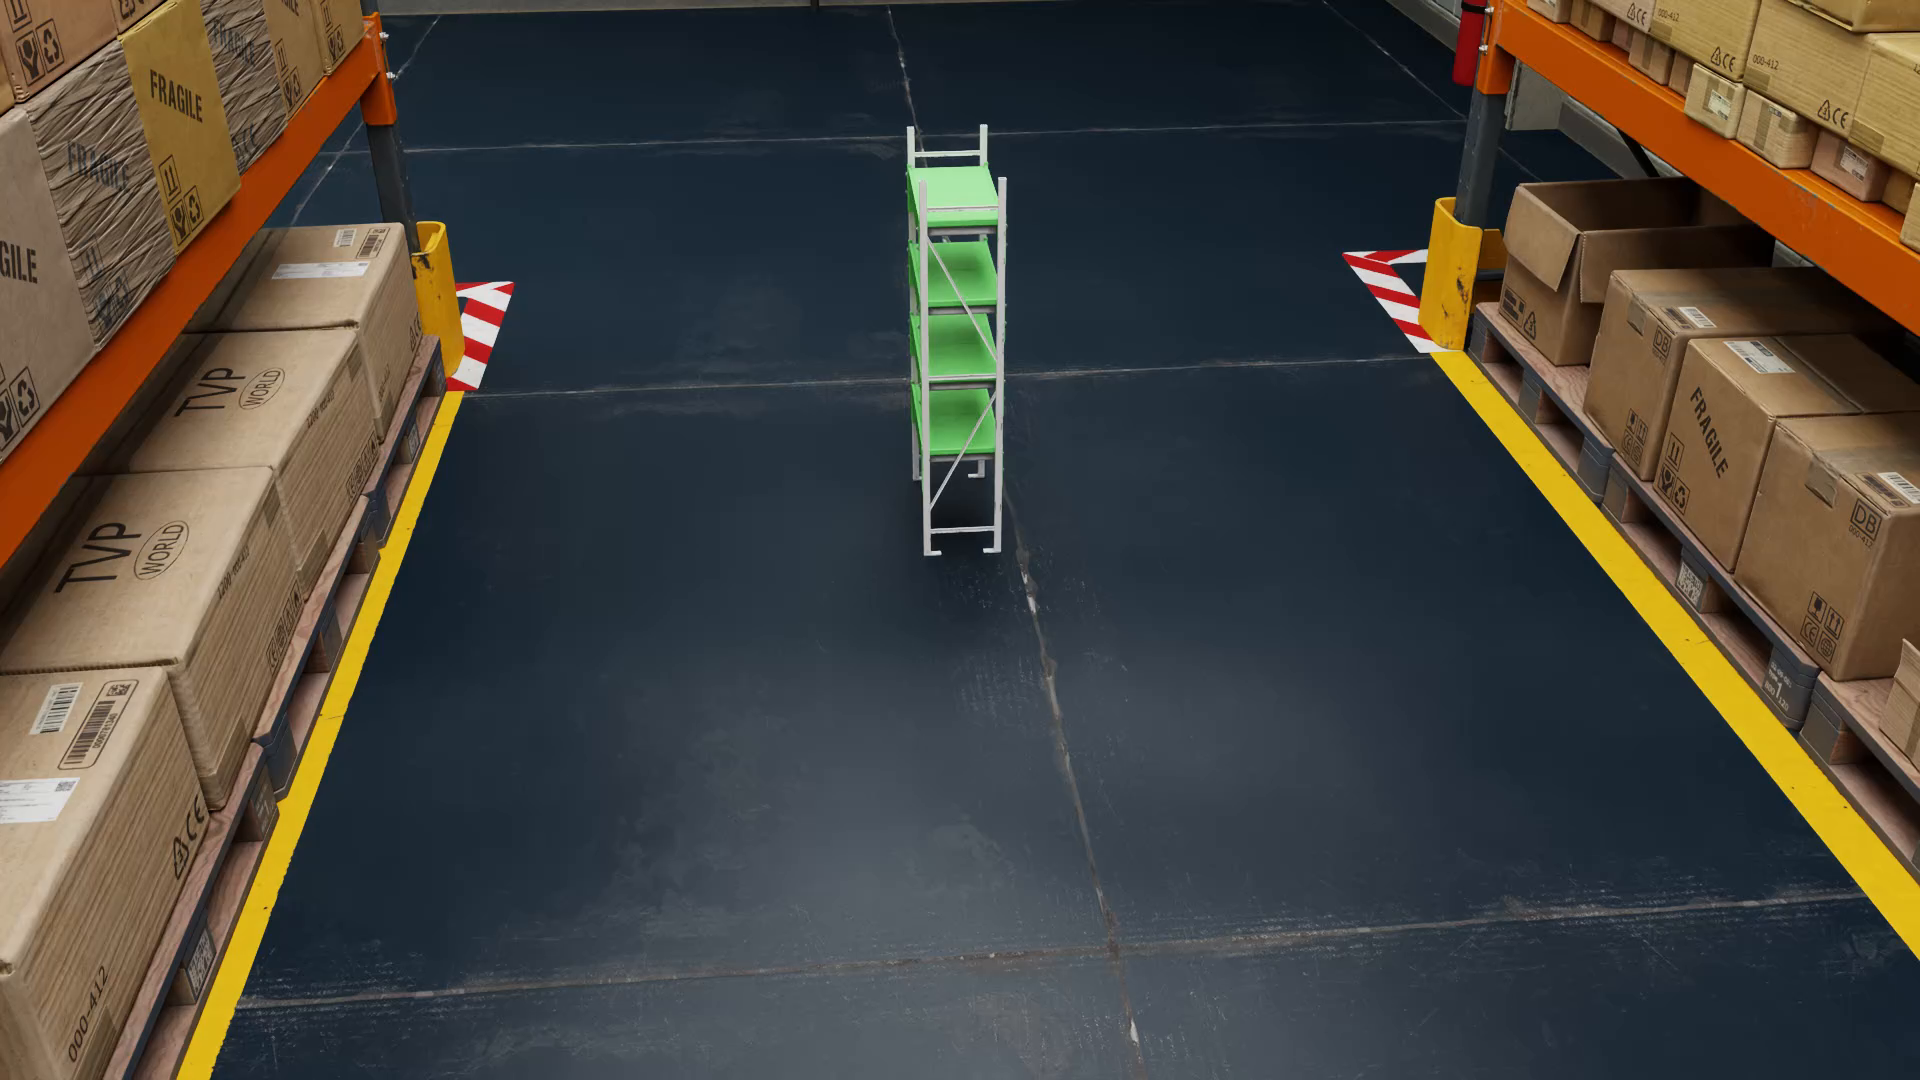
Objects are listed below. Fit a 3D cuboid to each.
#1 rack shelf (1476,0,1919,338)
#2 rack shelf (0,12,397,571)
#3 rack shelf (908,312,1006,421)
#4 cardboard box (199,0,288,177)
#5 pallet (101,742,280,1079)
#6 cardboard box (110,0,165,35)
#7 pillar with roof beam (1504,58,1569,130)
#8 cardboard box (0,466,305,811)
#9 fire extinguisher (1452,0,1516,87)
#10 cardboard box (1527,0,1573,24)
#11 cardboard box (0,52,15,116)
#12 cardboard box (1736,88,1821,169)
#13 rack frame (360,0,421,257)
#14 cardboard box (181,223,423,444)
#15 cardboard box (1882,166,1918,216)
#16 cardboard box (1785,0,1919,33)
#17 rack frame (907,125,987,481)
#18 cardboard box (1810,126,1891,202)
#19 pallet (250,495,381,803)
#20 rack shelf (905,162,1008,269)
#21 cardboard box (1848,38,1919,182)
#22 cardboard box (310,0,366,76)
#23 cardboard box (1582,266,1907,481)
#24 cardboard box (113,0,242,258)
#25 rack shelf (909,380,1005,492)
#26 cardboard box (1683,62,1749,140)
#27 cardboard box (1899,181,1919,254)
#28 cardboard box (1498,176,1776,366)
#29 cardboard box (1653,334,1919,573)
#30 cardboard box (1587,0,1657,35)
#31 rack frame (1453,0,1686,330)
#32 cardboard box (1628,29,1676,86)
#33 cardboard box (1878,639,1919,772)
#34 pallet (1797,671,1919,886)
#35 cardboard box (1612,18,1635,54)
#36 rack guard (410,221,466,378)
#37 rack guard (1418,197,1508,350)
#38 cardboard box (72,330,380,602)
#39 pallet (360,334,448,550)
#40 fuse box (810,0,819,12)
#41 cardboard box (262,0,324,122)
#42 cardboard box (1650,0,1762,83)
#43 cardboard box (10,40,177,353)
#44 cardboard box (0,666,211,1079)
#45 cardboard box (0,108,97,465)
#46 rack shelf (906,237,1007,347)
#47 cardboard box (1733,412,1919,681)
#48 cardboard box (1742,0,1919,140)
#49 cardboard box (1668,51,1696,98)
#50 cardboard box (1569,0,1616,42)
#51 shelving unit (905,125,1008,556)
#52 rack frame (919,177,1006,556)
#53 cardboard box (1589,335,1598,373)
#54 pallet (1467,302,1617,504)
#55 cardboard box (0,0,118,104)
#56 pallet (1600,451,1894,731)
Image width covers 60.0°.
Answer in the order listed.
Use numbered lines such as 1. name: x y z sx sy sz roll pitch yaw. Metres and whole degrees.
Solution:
1. rack shelf: 2.625 -0.849 4.448 1.077 0.370 4.000 -3 31 -5
2. rack shelf: -2.317 -0.609 4.046 1.077 0.370 4.000 -3 31 -5
3. rack shelf: -0.015 -0.545 5.117 0.258 0.148 0.480 -3 31 -5
4. cardboard box: -2.106 -1.229 4.286 0.500 0.500 0.500 -2 31 -3
5. pallet: -2.123 0.908 3.524 1.003 0.211 1.213 -3 31 -5
6. cardboard box: -2.056 -1.402 3.599 0.500 0.500 0.500 -3 31 -5
7. pillar with roof beam: -1.203 -5.968 6.466 9.100 9.000 0.400 -3 31 -5
8. cardboard box: -2.166 0.240 4.012 0.875 0.438 0.875 -4 31 -6
9. fire extinguisher: 1.964 -2.039 6.177 0.296 0.674 0.183 -3 31 -5
10. cardboard box: 2.195 -1.890 5.734 0.380 0.149 0.250 -3 31 -5
11. cardboard box: -1.974 -0.882 2.729 0.500 0.500 0.500 -3 31 -5
12. cardboard box: 2.311 -1.096 4.406 0.380 0.149 0.250 -2 31 -3
13. rack frame: -2.504 -1.939 5.571 1.000 3.000 0.127 -3 31 -5
14. cardboard box: -2.343 -0.687 5.565 0.875 0.438 0.875 -4 31 -6
15. cardboard box: 2.474 -0.844 3.983 0.380 0.149 0.250 -2 31 -4
16. cardboard box: 2.352 -1.554 4.051 0.500 0.500 0.500 -2 31 -3
17. rack frame: -0.038 -0.724 5.292 0.240 1.200 0.015 -3 31 -5
18. cardboard box: 2.404 -0.968 4.191 0.380 0.149 0.250 -3 31 -5
19. pallet: -2.240 0.284 4.569 1.003 0.211 1.213 -3 31 -5
20. rack shelf: -0.016 -0.957 4.870 0.258 0.148 0.480 -3 31 -5
21. cardboard box: 2.426 -0.959 3.786 0.500 0.250 0.500 -3 31 -5
22. cardboard box: -2.195 -1.748 5.155 0.500 0.500 0.500 -3 31 -4
23. cardboard box: 2.442 -0.531 5.242 0.700 0.500 0.500 -2 31 -3
24. cardboard box: -2.044 -0.966 3.845 0.500 0.500 0.500 -2 31 -3
25. rack shelf: -0.015 -0.339 5.240 0.258 0.148 0.480 -3 31 -5
26. cardboard box: 2.266 -1.230 4.629 0.380 0.149 0.250 -4 31 -6
27. cardboard box: 2.387 -0.707 3.754 0.380 0.149 0.250 -3 31 -5
28. cardboard box: 2.401 -0.971 5.975 0.797 0.503 0.637 -4 31 -7
29. cardboard box: 2.392 -0.256 4.782 0.500 0.500 0.500 -2 31 -4
30. cardboard box: 2.259 -1.740 5.095 0.500 0.250 0.500 -2 31 -4
31. rack frame: 2.438 -2.179 5.973 1.000 3.000 0.127 -3 31 -5
32. cardboard box: 2.287 -1.498 5.078 0.380 0.149 0.250 -2 31 -3
33. cardboard box: 2.434 0.404 3.905 0.396 0.266 0.258 -2 31 -3
34. pallet: 2.748 0.710 3.856 1.003 0.211 1.213 -3 31 -5
35. cardboard box: 2.324 -1.630 5.299 0.380 0.149 0.250 -3 31 -5
36. rack guard: -2.506 -0.878 6.233 1.175 0.500 0.348 -3 31 -5
37. rack guard: 2.445 -1.067 6.549 1.175 0.500 0.348 -3 31 -5
38. cardboard box: -2.249 -0.220 4.783 0.875 0.438 0.875 -2 31 -3
39. pallet: -2.351 -0.337 5.609 1.003 0.211 1.213 -3 31 -5
40. fuse box: -0.949 -4.290 10.763 0.539 1.711 0.414 -3 31 -5
41. cardboard box: -2.163 -1.492 4.724 0.500 0.500 0.500 -3 31 -6
42. cardboard box: 2.310 -1.482 4.662 0.500 0.250 0.500 -3 31 -6
43. cardboard box: -1.996 -0.703 3.405 0.500 0.500 0.500 -3 31 -4
44. cardboard box: -2.082 0.697 3.247 0.875 0.438 0.875 -3 31 -5
45. cardboard box: -1.956 -0.449 2.979 0.500 0.500 0.500 -3 31 -4
46. rack shelf: -0.016 -0.751 4.994 0.258 0.148 0.480 -3 31 -5
47. cardboard box: 2.539 -0.001 4.354 0.700 0.500 0.500 -4 31 -6
48. cardboard box: 2.379 -1.222 4.226 0.500 0.250 0.500 -4 31 -6
49. cardboard box: 2.317 -1.363 4.851 0.380 0.149 0.250 -2 31 -4
50. cardboard box: 2.265 -1.762 5.520 0.380 0.149 0.250 -2 31 -3
51. shelving unit: -0.015 -0.600 5.084 0.258 1.200 0.503 -3 31 -5
52. rack frame: 0.007 -0.475 4.875 0.240 1.200 0.015 -3 31 -5
53. cardboard box: 2.402 -0.600 5.699 0.380 0.149 0.250 -4 31 -7
54. pallet: 2.520 -0.536 5.941 1.003 0.211 1.213 -3 31 -5
55. cardboard box: -2.011 -1.144 3.168 0.500 0.500 0.500 -2 31 -4
56. pallet: 2.631 0.086 4.901 1.003 0.211 1.213 -3 31 -5
